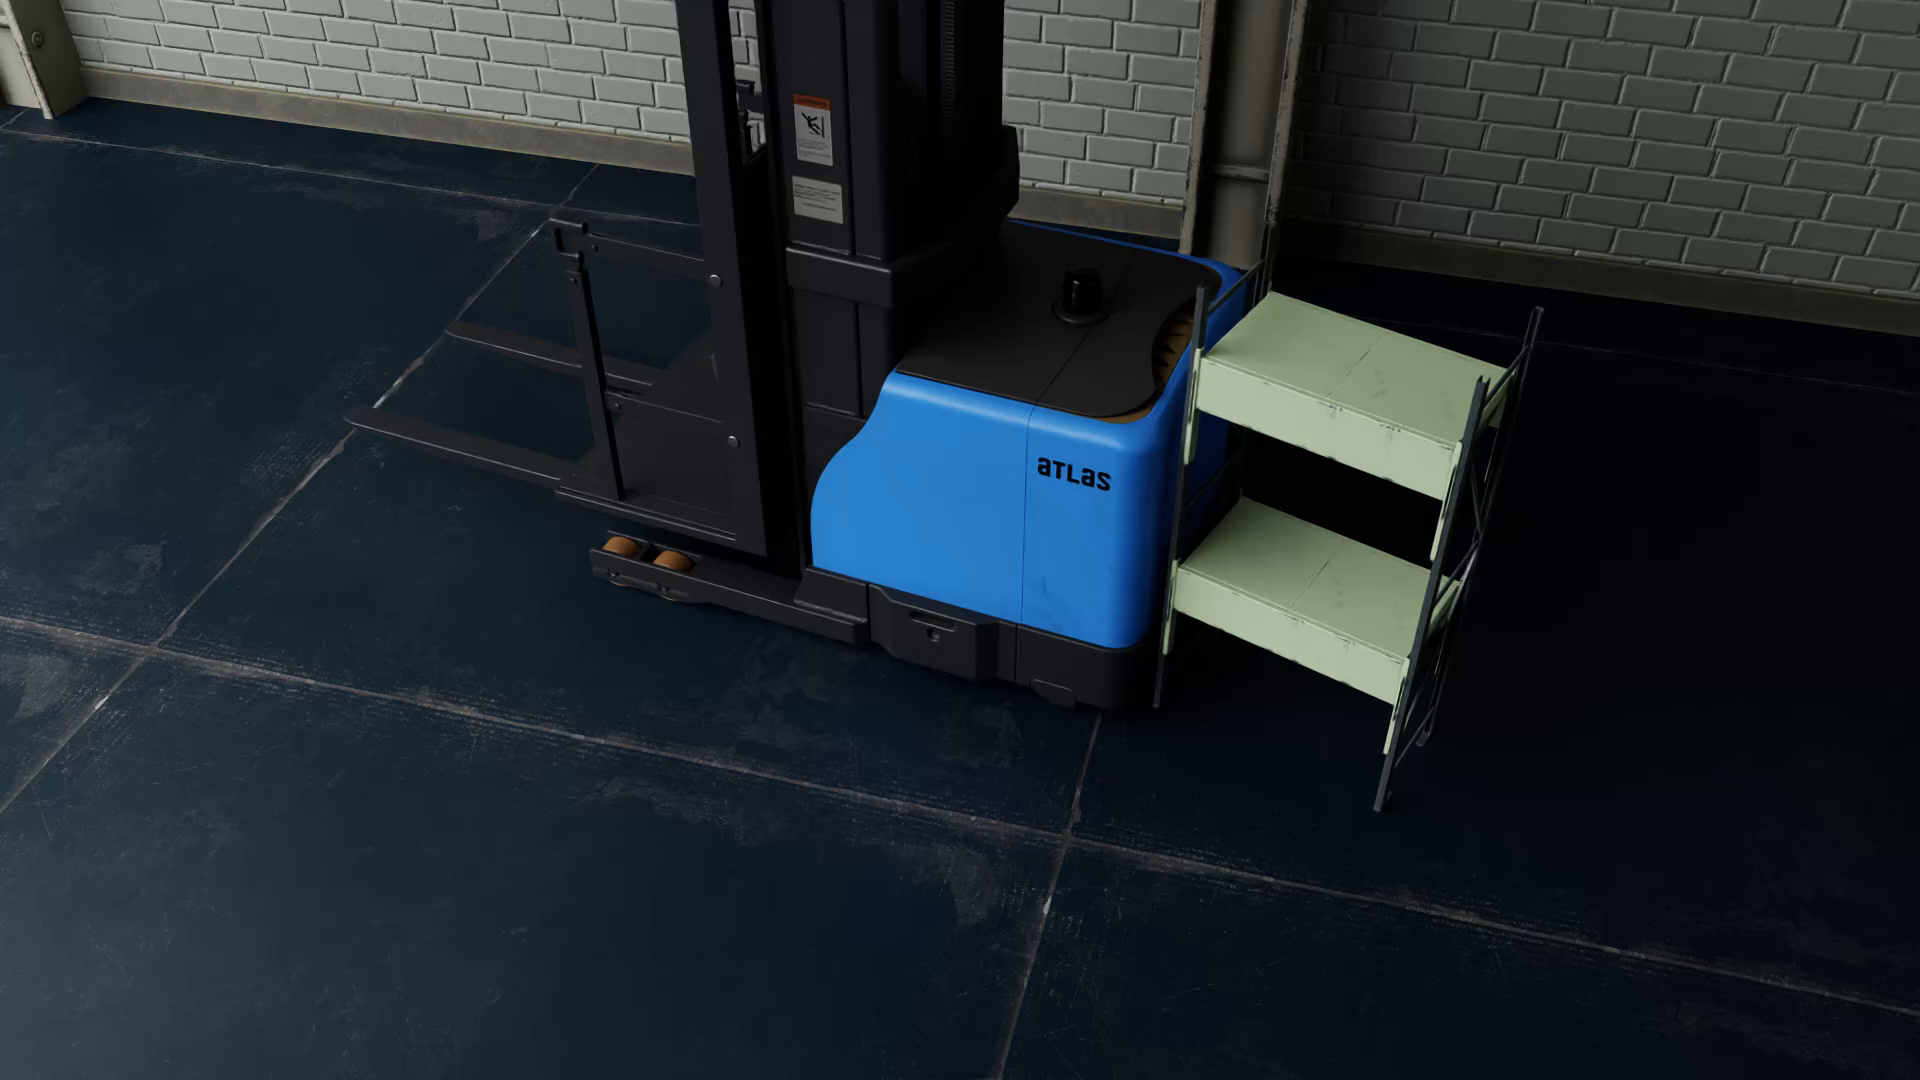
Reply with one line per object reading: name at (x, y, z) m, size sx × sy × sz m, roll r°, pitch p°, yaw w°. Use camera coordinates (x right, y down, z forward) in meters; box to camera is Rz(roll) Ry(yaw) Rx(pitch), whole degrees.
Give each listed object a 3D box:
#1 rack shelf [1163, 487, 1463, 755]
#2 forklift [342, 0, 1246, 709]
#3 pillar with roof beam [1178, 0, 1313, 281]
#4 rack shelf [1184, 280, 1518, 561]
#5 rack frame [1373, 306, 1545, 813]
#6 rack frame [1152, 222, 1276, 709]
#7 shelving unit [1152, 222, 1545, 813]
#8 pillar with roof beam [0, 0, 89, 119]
rack shelf at (1.019, 0.221, 4.827) m, size 0.720 × 0.370 × 0.431 m, roll 24°, pitch 46°, yaw 26°
forklift at (-0.680, -1.217, 4.920) m, size 3.031 × 2.935 × 1.130 m, roll 15°, pitch 42°, yaw 17°
pillar with roof beam at (0.046, -1.983, 1.114) m, size 0.400 × 9.000 × 9.100 m, roll 10°, pitch 41°, yaw 11°
rack shelf at (1.019, -0.327, 4.367) m, size 0.720 × 0.370 × 0.431 m, roll 24°, pitch 46°, yaw 26°
rack frame at (1.320, 0.105, 4.458) m, size 0.023 × 1.500 × 0.400 m, roll 24°, pitch 46°, yaw 26°
rack frame at (0.718, -0.162, 4.777) m, size 0.023 × 1.500 × 0.400 m, roll 24°, pitch 46°, yaw 26°
shelving unit at (1.019, -0.029, 4.618) m, size 0.755 × 1.500 × 0.431 m, roll 24°, pitch 46°, yaw 26°
pillar with roof beam at (-5.750, -2.981, 2.302) m, size 0.400 × 9.000 × 9.100 m, roll 10°, pitch 41°, yaw 11°
